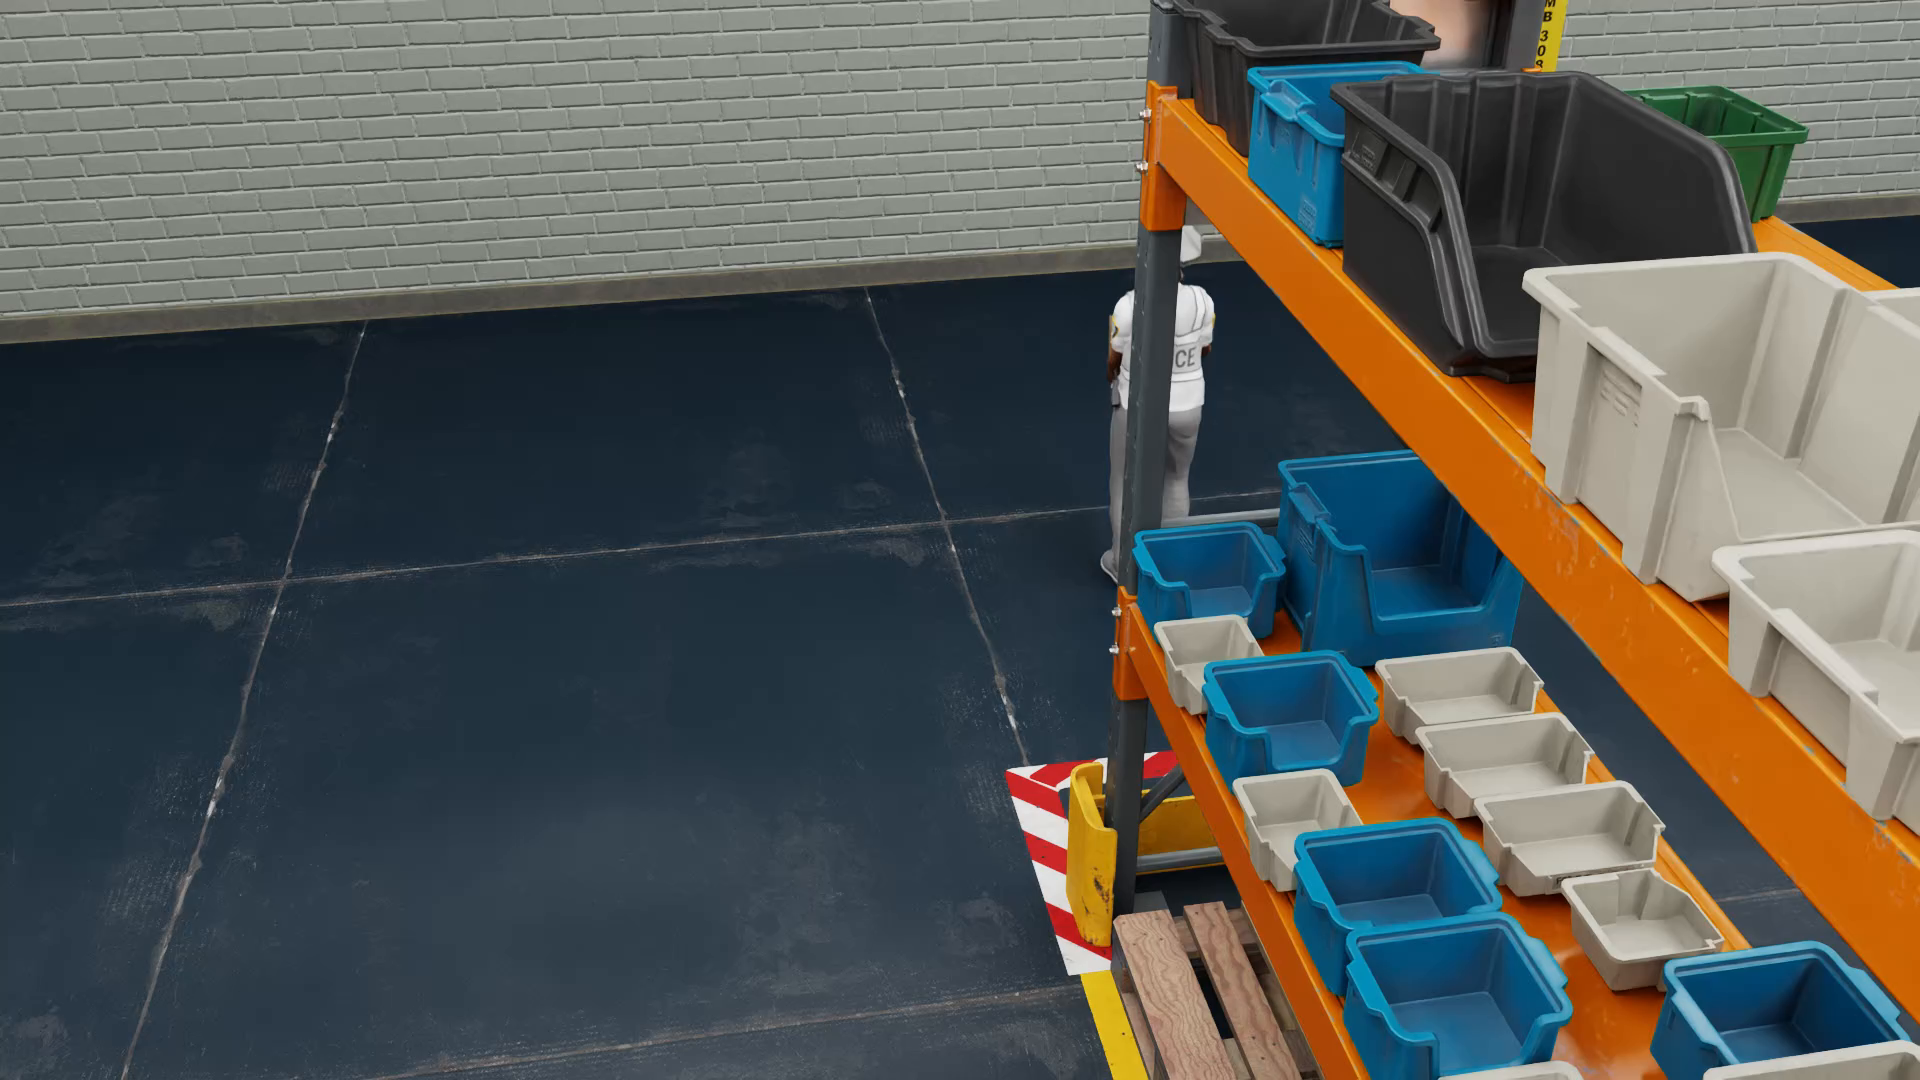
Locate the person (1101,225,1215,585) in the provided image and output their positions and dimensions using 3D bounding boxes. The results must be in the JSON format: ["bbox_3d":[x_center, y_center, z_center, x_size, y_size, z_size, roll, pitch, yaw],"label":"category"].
[{"bbox_3d":[0.827,-0.601,7.121,0.451,1.684,0.527,-5,31,-8],"label":"person"}]
